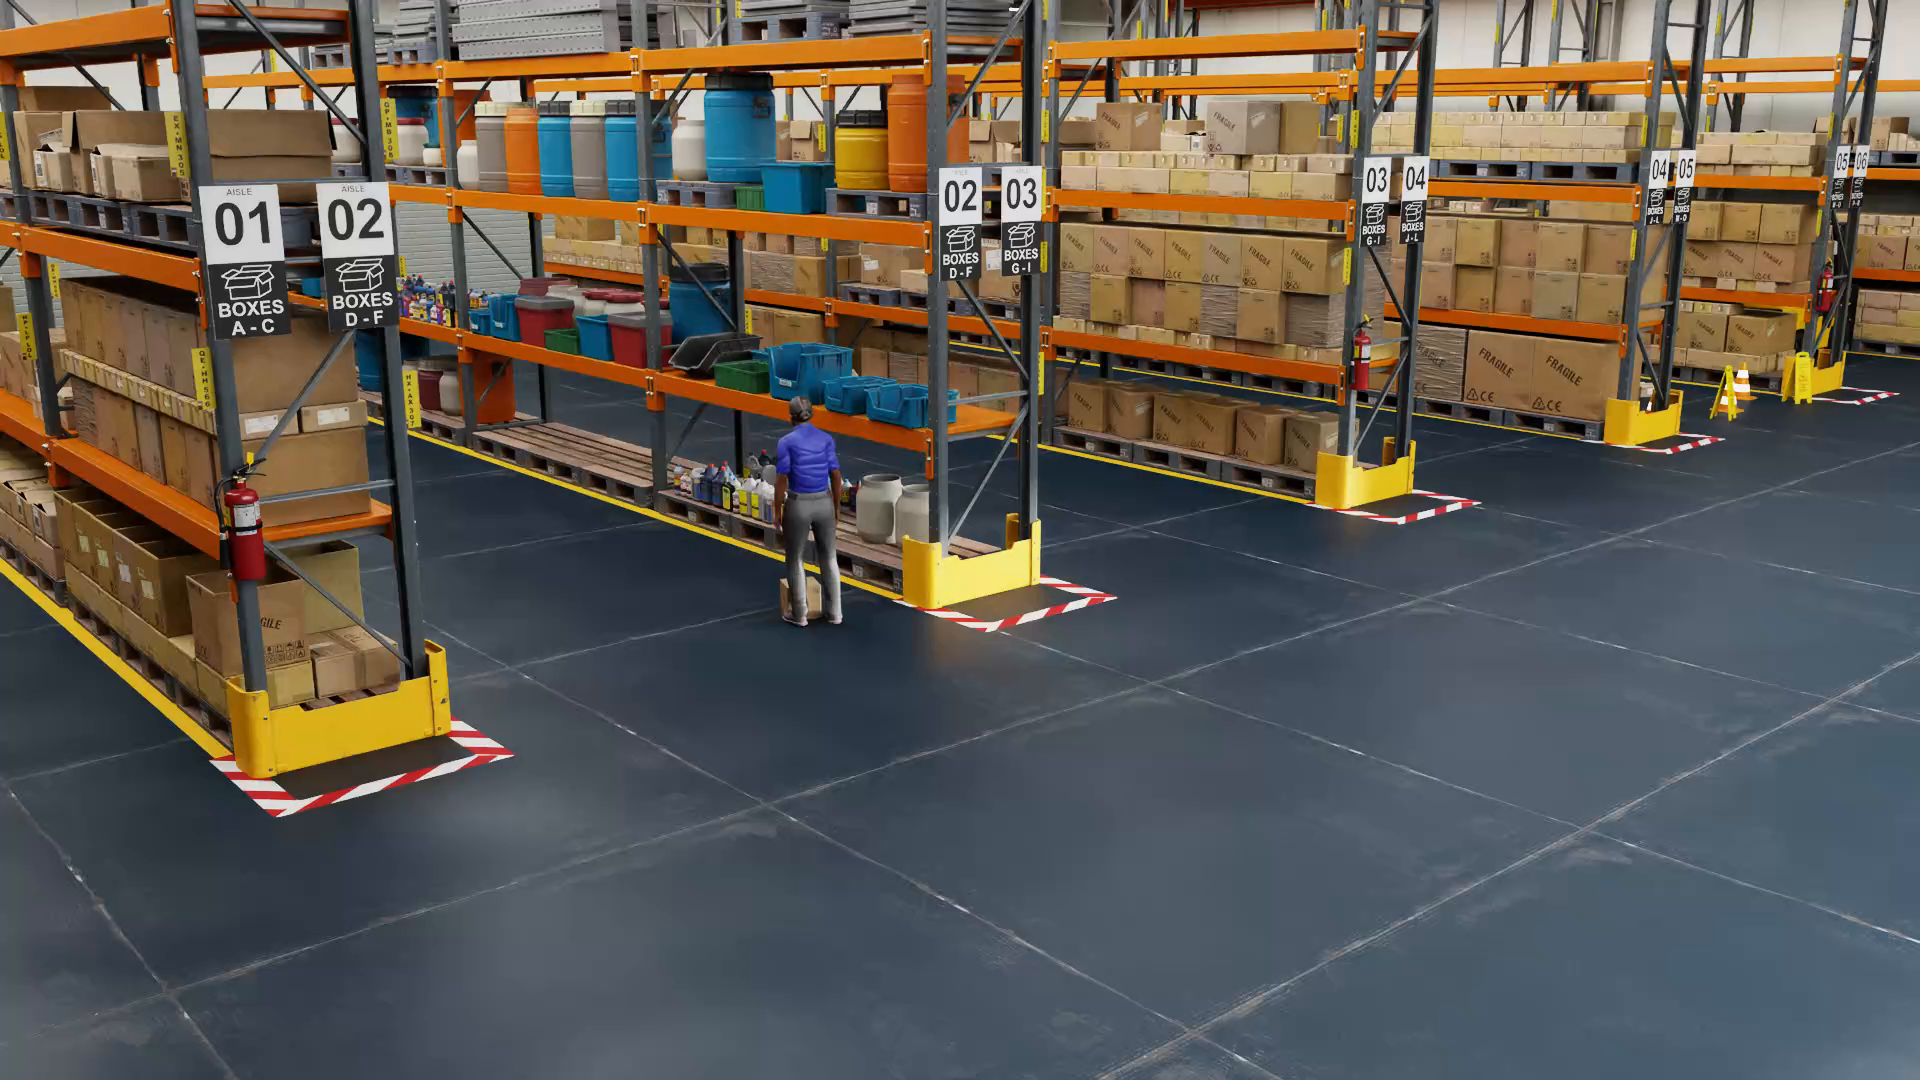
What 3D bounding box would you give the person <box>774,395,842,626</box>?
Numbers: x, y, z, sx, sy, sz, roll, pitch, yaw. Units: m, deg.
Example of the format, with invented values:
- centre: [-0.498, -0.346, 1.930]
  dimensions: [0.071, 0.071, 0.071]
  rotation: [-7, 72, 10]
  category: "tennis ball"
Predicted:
- centre: [-1.080, -0.204, 11.820]
  dimensions: [0.509, 1.655, 0.391]
  rotation: [-6, 15, -21]
  category: "person"
